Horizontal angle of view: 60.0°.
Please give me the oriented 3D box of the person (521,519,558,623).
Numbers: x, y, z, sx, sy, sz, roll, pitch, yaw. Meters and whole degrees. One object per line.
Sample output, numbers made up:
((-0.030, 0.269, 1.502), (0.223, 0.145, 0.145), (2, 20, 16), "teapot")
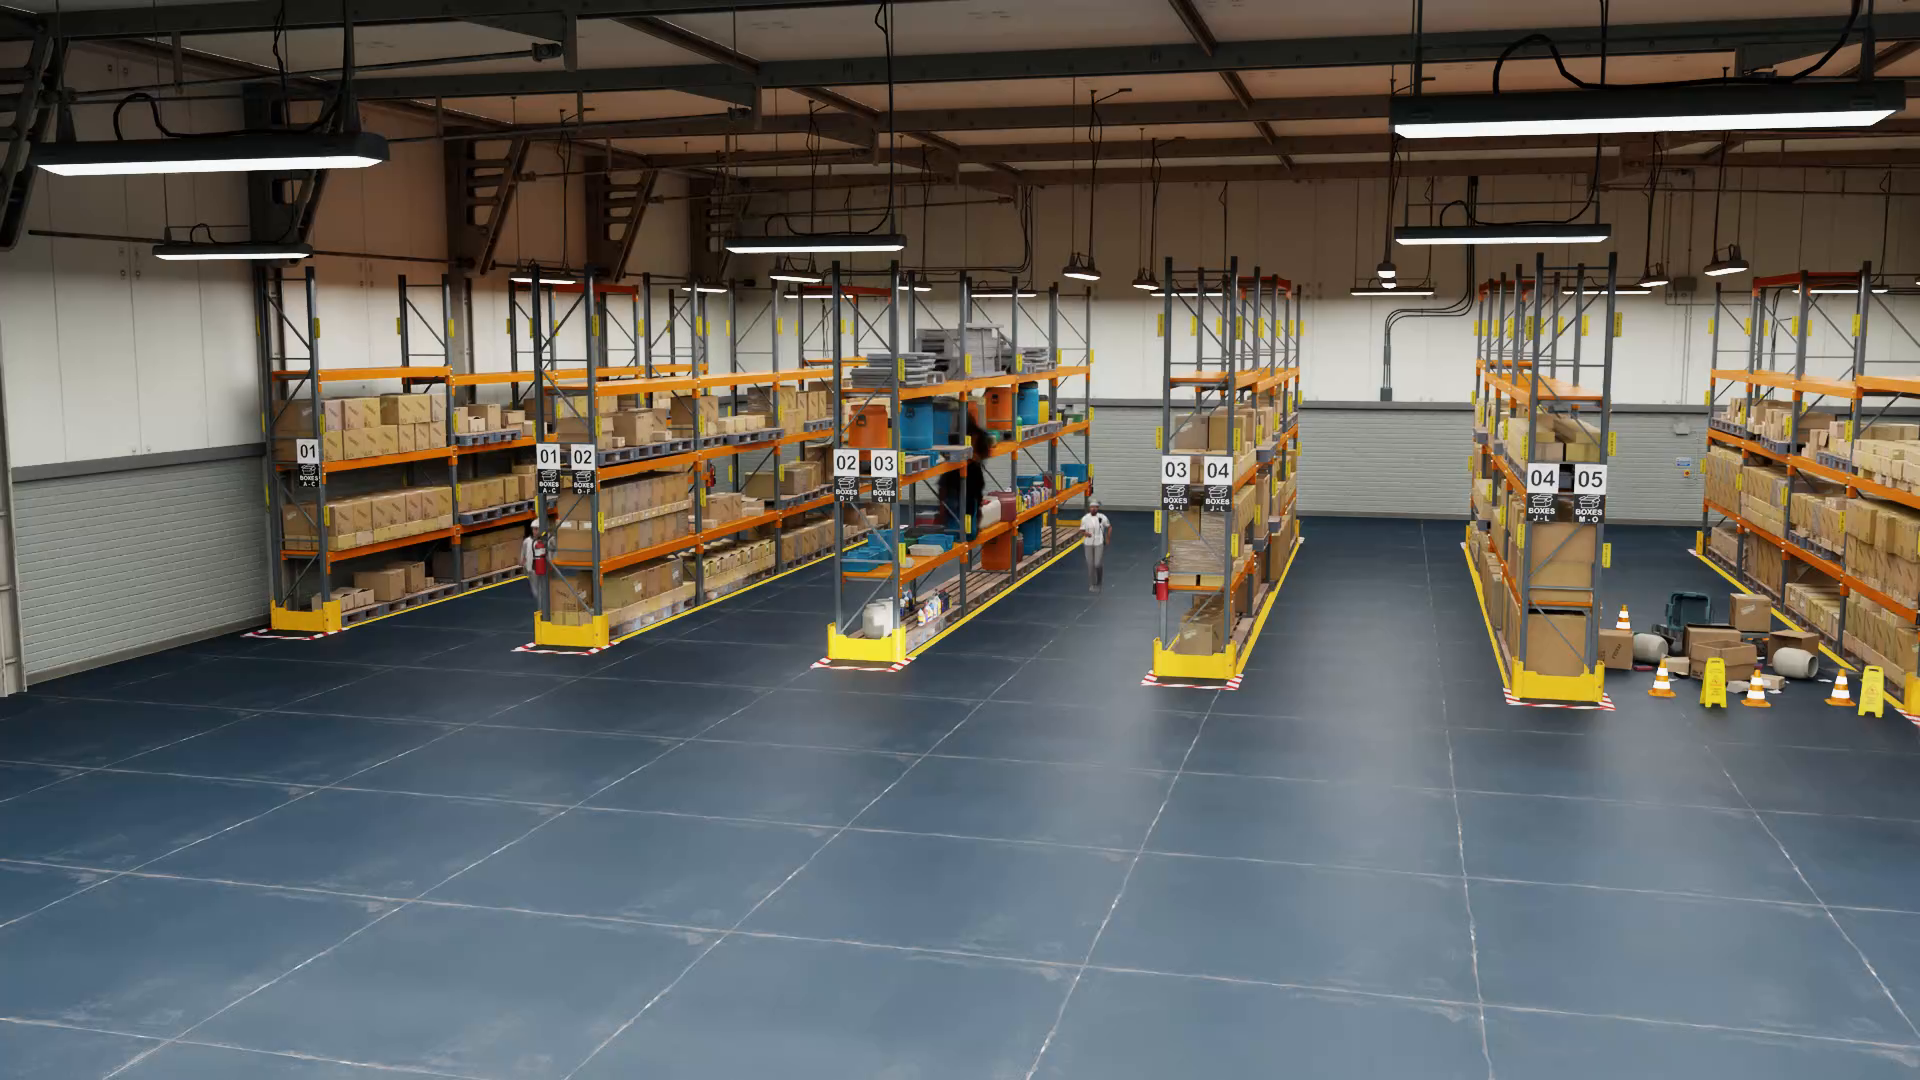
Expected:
((-7.192, 0.513, 28.528), (0.646, 1.764, 0.927), (0, 7, 2), "person")

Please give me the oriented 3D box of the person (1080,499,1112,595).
((2.411, 0.124, 29.734), (0.549, 1.720, 0.643), (2, 7, 12), "person")
